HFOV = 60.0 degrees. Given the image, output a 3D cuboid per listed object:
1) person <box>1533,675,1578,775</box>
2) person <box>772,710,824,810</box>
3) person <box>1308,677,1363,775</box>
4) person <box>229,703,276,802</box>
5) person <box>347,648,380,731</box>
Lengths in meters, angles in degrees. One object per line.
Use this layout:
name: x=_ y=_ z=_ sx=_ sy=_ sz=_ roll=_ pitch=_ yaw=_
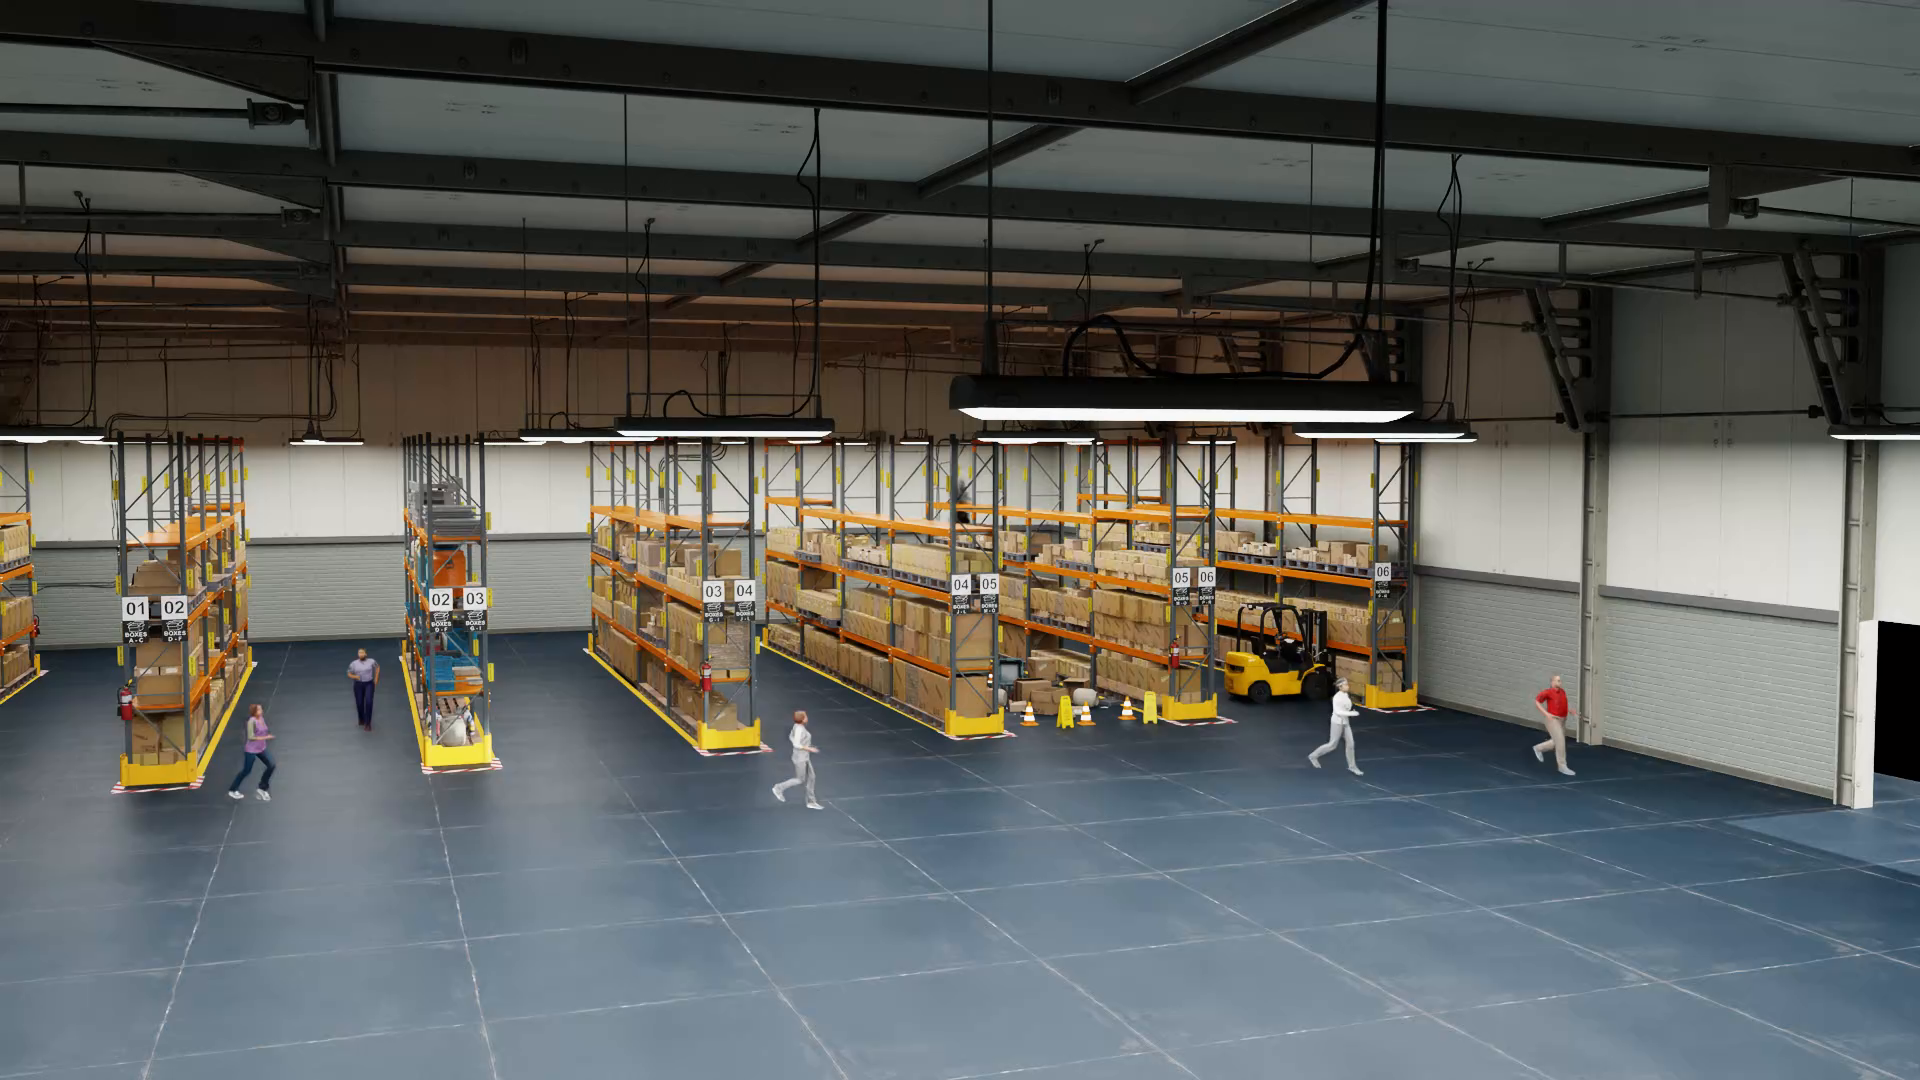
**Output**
person: x=10.520 y=3.247 z=29.437 sx=0.663 sy=1.731 sz=0.879 roll=-2 pitch=4 yaw=-37
person: x=-2.560 y=3.480 z=26.292 sx=0.812 sy=1.596 sz=0.538 roll=0 pitch=3 yaw=1
person: x=6.639 y=3.253 z=29.262 sx=0.937 sy=1.717 sz=0.622 roll=2 pitch=4 yaw=31
person: x=-11.401 y=3.431 z=26.899 sx=0.818 sy=1.614 sz=0.550 roll=1 pitch=3 yaw=12
person: x=-12.157 y=3.037 z=33.896 sx=0.608 sy=1.701 sz=0.759 roll=-1 pitch=3 yaw=-14
